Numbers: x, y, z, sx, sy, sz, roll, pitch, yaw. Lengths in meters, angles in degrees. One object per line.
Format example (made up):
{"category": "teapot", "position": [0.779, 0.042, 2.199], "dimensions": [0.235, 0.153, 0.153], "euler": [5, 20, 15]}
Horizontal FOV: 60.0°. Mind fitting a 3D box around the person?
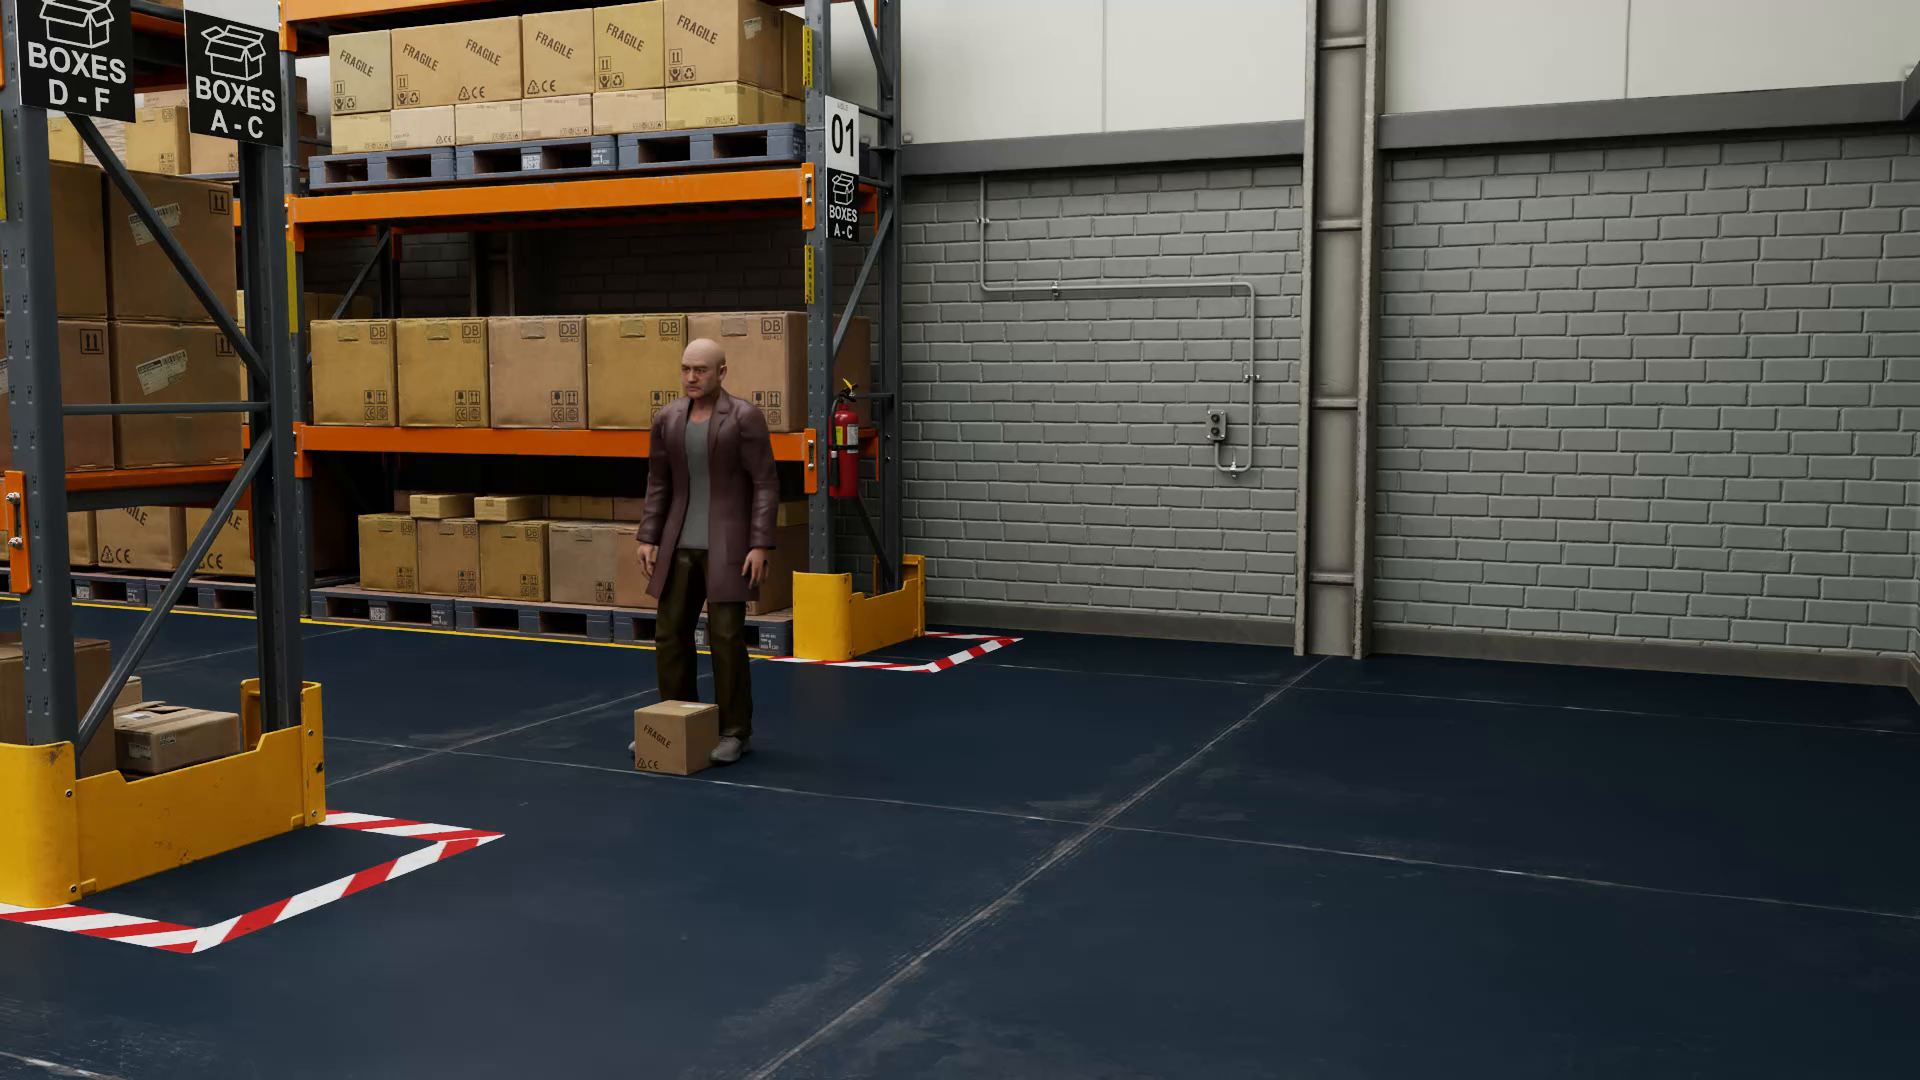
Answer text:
{"category": "person", "position": [-1.072, 0.039, 7.057], "dimensions": [0.655, 1.775, 0.419], "euler": [2, 6, 21]}
